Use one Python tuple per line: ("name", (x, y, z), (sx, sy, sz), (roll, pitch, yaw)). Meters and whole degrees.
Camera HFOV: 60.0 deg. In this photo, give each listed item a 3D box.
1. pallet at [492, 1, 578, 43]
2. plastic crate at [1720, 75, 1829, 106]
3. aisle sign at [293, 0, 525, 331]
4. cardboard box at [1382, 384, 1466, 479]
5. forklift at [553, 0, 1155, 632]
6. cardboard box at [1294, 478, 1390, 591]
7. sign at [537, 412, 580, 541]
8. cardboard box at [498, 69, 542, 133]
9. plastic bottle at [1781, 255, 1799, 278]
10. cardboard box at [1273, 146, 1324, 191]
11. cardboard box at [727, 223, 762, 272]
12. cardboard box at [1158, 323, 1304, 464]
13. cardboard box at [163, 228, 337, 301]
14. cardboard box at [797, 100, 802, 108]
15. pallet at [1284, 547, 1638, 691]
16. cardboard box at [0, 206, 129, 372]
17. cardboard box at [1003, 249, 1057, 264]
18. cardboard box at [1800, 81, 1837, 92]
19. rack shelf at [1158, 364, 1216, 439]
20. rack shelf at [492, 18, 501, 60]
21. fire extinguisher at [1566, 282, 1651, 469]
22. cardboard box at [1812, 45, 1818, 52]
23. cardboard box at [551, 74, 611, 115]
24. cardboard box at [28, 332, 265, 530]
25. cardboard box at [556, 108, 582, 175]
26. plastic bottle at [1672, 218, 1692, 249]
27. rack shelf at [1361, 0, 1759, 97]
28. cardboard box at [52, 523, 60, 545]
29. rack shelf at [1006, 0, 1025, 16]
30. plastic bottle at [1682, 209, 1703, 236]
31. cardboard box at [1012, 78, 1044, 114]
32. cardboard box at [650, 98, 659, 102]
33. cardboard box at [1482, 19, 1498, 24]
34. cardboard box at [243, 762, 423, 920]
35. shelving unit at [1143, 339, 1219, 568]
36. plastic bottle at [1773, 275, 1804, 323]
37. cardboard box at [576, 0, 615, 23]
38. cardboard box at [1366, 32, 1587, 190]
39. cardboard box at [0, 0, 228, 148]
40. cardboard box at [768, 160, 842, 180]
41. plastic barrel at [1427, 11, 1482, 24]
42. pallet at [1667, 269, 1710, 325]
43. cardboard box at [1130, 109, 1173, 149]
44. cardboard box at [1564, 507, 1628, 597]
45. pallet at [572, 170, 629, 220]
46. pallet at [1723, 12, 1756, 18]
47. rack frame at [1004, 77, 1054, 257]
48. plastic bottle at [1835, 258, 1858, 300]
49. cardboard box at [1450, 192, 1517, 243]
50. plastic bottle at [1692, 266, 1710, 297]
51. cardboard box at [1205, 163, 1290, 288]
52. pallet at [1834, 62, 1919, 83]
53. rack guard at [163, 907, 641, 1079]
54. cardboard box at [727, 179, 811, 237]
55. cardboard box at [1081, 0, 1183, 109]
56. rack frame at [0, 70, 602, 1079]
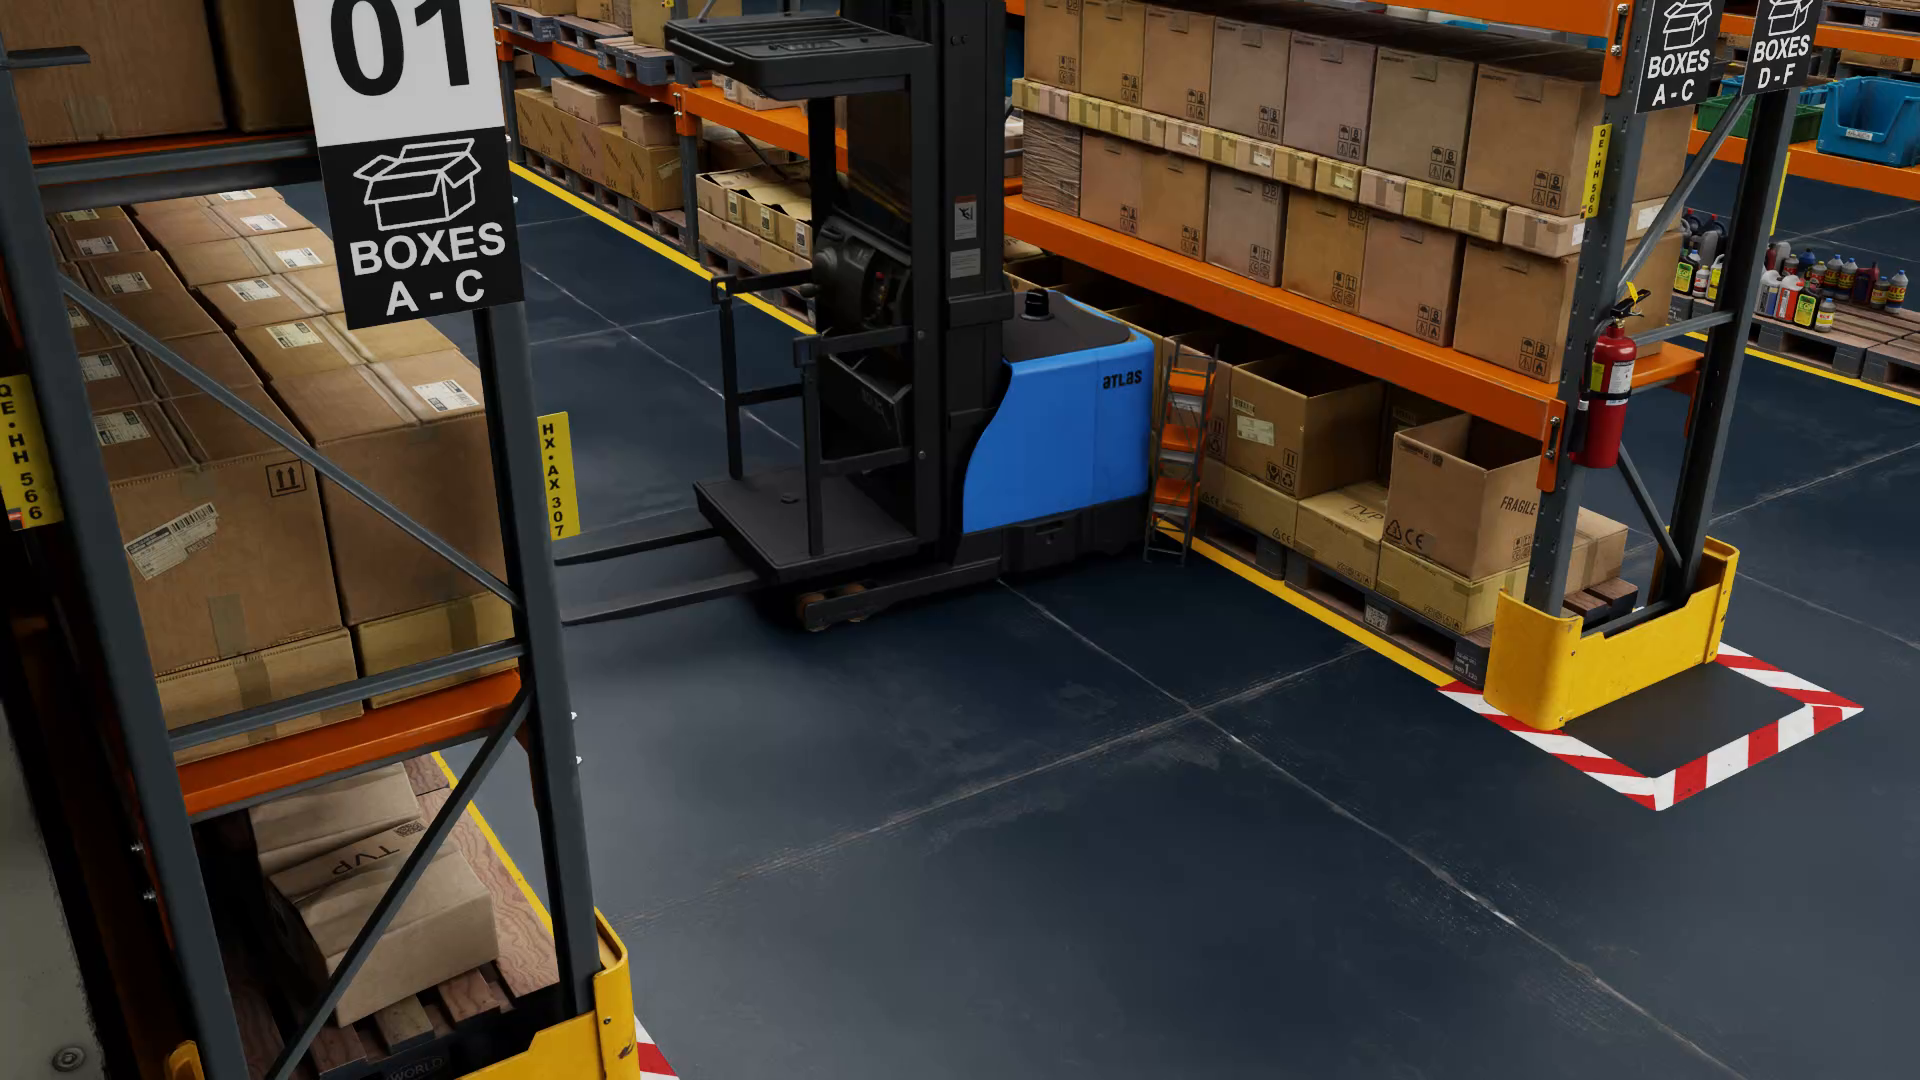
("pallet", (-3.501, -4.683, 14.891), (1.003, 0.211, 1.213), (-16, 29, -30))
("plastic crate", (5.505, -2.973, 11.218), (0.499, 0.251, 0.616), (-16, 29, -30))
("aisle sign", (-1.153, -0.853, 3.508), (0.394, 0.787, 0.004), (-16, 29, -30))
("cardboard box", (2.324, -0.496, 7.649), (0.500, 0.500, 0.500), (-16, 29, -30))
("forklift", (-0.624, -1.175, 7.316), (3.031, 2.935, 1.130), (-13, 28, -25))
("cardboard box", (1.882, -0.034, 7.548), (0.500, 0.250, 0.500), (-16, 29, -30))
("sign", (-0.989, -0.151, 4.052), (0.100, 0.325, 0.005), (-16, 29, -30))
("cardboard box", (-4.395, -4.287, 16.241), (0.500, 0.500, 0.500), (-16, 29, -30))
("plastic bottle", (5.720, -1.864, 11.457), (0.097, 0.201, 0.097), (0, 25, 0))
("cardboard box", (1.629, -1.682, 7.433), (0.380, 0.149, 0.250), (-15, 29, -28))
("cardboard box", (-1.347, -2.161, 12.054), (0.500, 0.250, 0.500), (-16, 30, -31))
("cardboard box", (1.333, -0.730, 8.144), (0.500, 0.500, 0.500), (-16, 29, -30))
("cardboard box", (-2.282, -0.701, 5.506), (0.500, 0.500, 0.500), (-15, 29, -28))
("cardboard box", (-0.919, -3.094, 11.594), (0.380, 0.149, 0.250), (-13, 28, -26))
("pallet", (2.252, 0.208, 7.571), (1.003, 0.211, 1.213), (-16, 29, -30))
("cardboard box", (-3.266, -0.941, 6.014), (0.500, 0.500, 0.500), (-16, 29, -30))
("cardboard box", (0.504, -1.625, 10.262), (0.500, 0.311, 0.500), (-15, 29, -29))
("cardboard box", (8.262, -3.995, 15.622), (0.700, 0.500, 0.500), (-16, 29, -30))
("rack shelf", (1.060, -0.647, 7.745), (0.215, 0.259, 0.240), (10, 27, 12))
("rack shelf", (-4.938, -5.471, 17.178), (1.077, 0.370, 4.000), (-16, 29, -30))
("fire extinguisher", (2.380, -0.603, 6.115), (0.296, 0.674, 0.183), (-16, 29, -30))
("cardboard box", (10.272, -6.311, 20.552), (0.500, 0.500, 0.500), (-16, 29, -30))
("cardboard box", (-3.240, -3.901, 14.545), (0.500, 0.250, 0.500), (-15, 29, -29))
("cardboard box", (-2.145, -0.215, 4.475), (0.500, 0.500, 0.500), (-15, 29, -29))
("cardboard box", (-3.219, -3.551, 14.681), (0.500, 0.500, 0.500), (-15, 29, -29))
("plastic bottle", (5.146, -2.177, 11.945), (0.144, 0.351, 0.185), (-16, 29, -30))
("rack shelf", (1.613, -2.535, 7.446), (1.077, 0.370, 4.000), (-16, 29, -30))
("cardboard box", (-2.710, -0.238, 5.404), (0.500, 0.250, 0.500), (-15, 29, -29))
("rack shelf", (1.398, -5.193, 16.590), (1.077, 0.370, 4.000), (-16, 29, -30))
("plastic bottle", (5.267, -2.210, 12.016), (0.144, 0.351, 0.185), (-16, 30, -31))
("cardboard box", (0.506, -2.417, 8.989), (0.380, 0.149, 0.250), (-16, 29, -30))
("cardboard box", (-2.800, -3.682, 14.958), (0.500, 0.500, 0.500), (-15, 29, -29))
("cardboard box", (6.281, -5.438, 18.263), (1.225, 0.875, 0.875), (-17, 30, -32))
("cardboard box", (-2.057, 0.912, 5.450), (0.500, 0.311, 0.500), (-13, 28, -25))
("shelving unit", (1.042, -0.402, 7.866), (0.215, 1.050, 0.252), (10, 27, 12))
("plastic bottle", (5.373, -1.560, 10.727), (0.152, 0.276, 0.135), (-15, 29, -29))
("cardboard box", (-2.830, -4.698, 14.090), (0.500, 0.500, 0.700), (21, 33, 37))
("cardboard box", (2.140, -1.796, 6.915), (0.700, 0.500, 0.500), (-16, 30, -31))
("cardboard box", (-1.883, -1.134, 3.494), (0.500, 0.500, 0.500), (-13, 28, -26))
("cardboard box", (-1.170, -2.720, 12.581), (0.500, 0.311, 0.500), (-15, 29, -28))
("plastic barrel", (3.935, -4.090, 13.250), (0.433, 0.535, 0.433), (0, 25, 0))
("pallet", (5.005, -1.862, 11.956), (1.003, 0.211, 1.213), (-16, 29, -30))
("cardboard box", (1.064, -2.052, 8.216), (0.380, 0.149, 0.250), (-17, 30, -31))
("cardboard box", (2.599, 0.021, 7.431), (0.500, 0.250, 0.500), (-16, 29, -30))
("pallet", (-2.700, -3.101, 14.582), (1.003, 0.211, 1.213), (-16, 29, -30))
("pallet", (7.755, -5.172, 15.928), (1.003, 0.211, 1.213), (-16, 29, -30))
("rack frame", (0.521, -2.220, 9.448), (1.000, 3.000, 0.127), (-16, 29, -30))
("plastic bottle", (5.941, -1.751, 11.136), (0.097, 0.271, 0.097), (0, 25, 0))
("cardboard box", (2.193, -1.313, 6.651), (0.380, 0.149, 0.250), (-15, 29, -28))
("plastic bottle", (5.004, -1.746, 11.208), (0.097, 0.201, 0.097), (0, 25, 0))
("cardboard box", (1.613, -1.557, 7.928), (0.700, 0.500, 0.500), (-15, 29, -28))
("pallet", (11.218, -5.517, 19.699), (1.003, 0.211, 1.213), (-16, 29, -30))
("rack guard", (-1.485, 1.470, 4.560), (1.175, 0.500, 0.348), (-16, 29, -30))
("cardboard box", (-1.329, -2.409, 11.921), (0.500, 0.311, 0.500), (-16, 30, -31))
("cardboard box", (1.046, -2.514, 8.434), (0.700, 0.500, 0.500), (-16, 29, -30))
("rack frame", (-1.443, 0.367, 3.969), (1.000, 3.000, 0.127), (-16, 29, -30))
